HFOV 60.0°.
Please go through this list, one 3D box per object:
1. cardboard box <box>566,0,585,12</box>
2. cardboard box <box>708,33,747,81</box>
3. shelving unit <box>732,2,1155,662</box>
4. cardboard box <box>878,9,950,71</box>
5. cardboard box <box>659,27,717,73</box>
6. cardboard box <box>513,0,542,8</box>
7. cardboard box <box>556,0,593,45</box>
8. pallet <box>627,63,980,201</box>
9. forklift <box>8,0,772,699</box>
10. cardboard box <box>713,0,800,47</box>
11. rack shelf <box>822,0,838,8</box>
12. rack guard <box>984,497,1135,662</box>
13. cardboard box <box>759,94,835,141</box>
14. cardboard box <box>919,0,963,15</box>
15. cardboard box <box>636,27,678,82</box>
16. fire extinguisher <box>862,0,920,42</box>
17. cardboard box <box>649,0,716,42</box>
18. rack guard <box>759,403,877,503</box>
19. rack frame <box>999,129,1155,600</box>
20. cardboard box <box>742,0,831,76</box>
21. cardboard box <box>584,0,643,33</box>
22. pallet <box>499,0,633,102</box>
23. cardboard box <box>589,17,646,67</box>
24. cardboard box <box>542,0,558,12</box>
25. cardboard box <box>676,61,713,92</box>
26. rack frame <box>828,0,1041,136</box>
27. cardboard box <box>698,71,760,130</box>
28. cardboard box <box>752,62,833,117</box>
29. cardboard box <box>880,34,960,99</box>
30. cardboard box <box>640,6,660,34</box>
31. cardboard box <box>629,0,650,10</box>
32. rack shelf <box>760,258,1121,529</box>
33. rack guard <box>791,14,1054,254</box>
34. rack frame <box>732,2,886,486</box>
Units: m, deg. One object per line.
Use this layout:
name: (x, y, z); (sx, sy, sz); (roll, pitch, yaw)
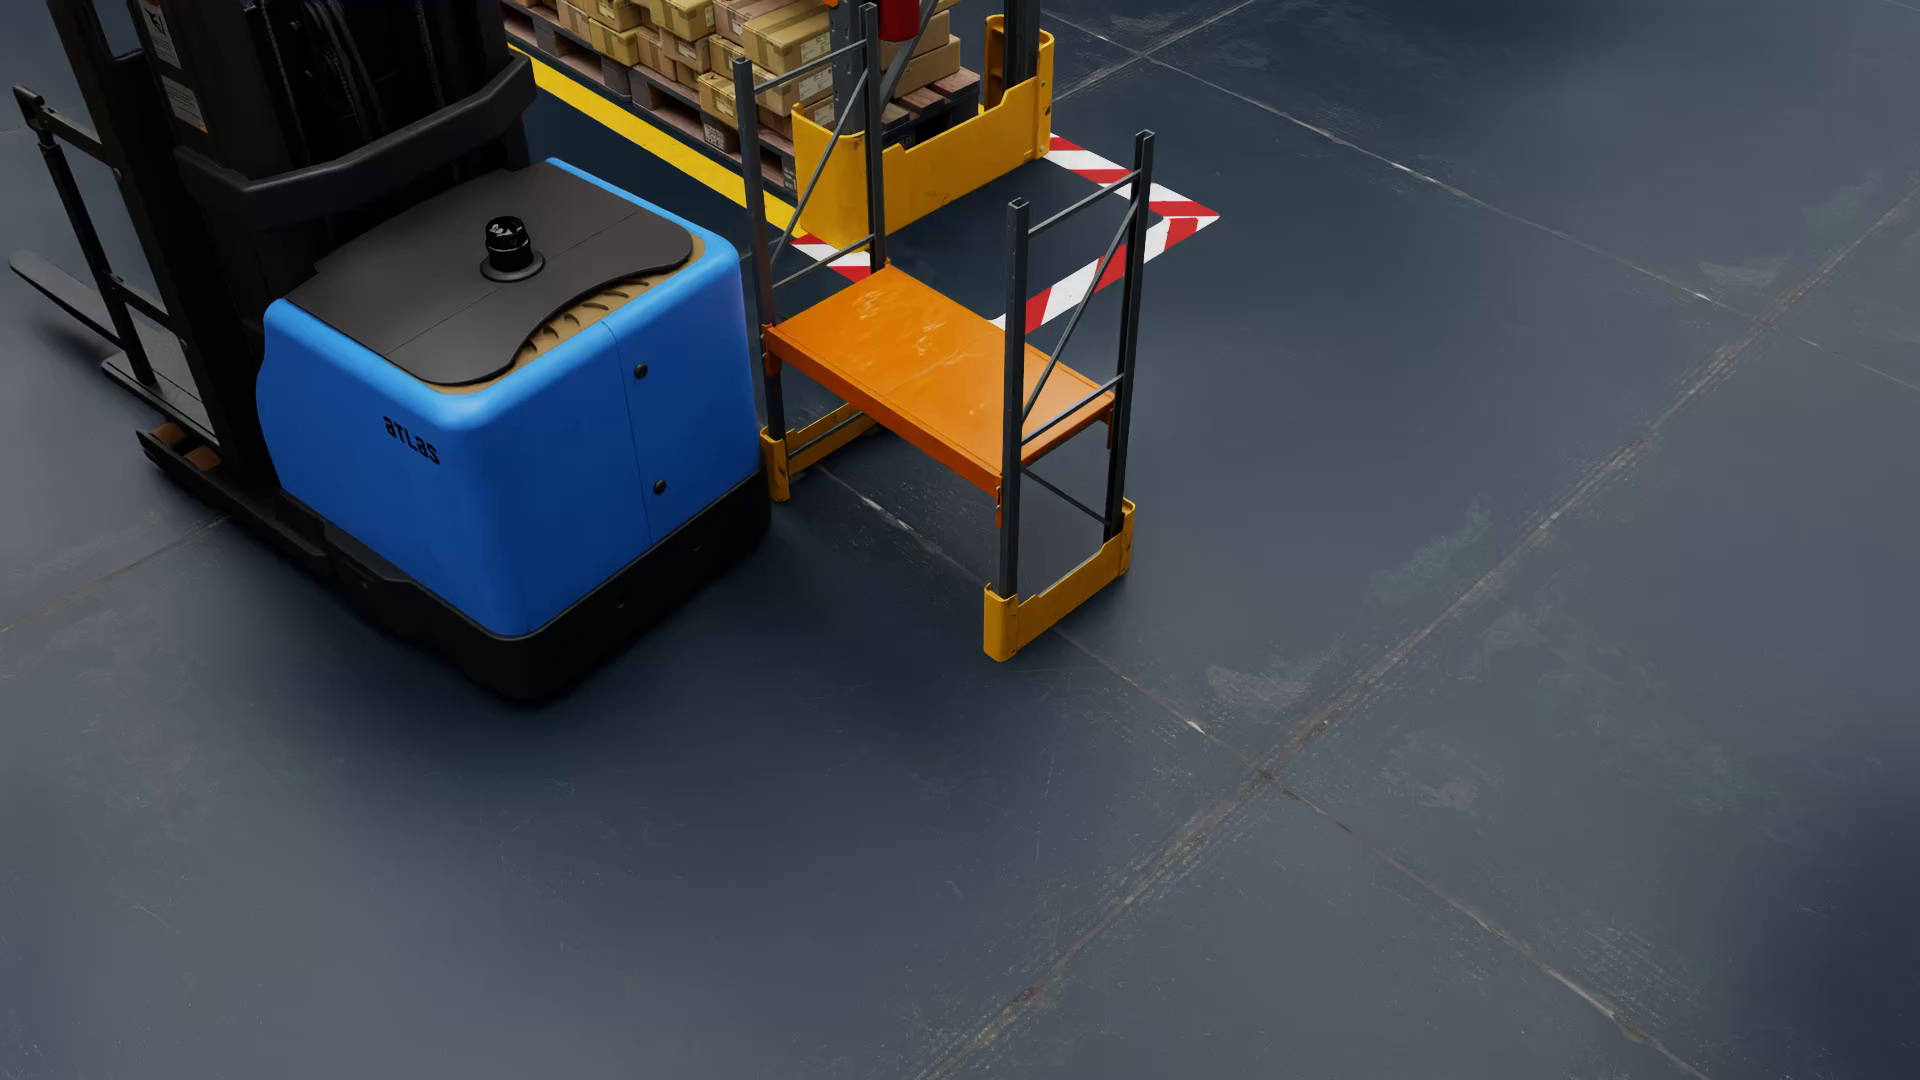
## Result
cardboard box: (-1.561, -2.478, 7.294); (0.380, 0.149, 0.250); (-31, 51, -29)
cardboard box: (-0.796, -2.006, 6.783); (0.250, 0.149, 0.380); (33, 52, 31)
shelving unit: (-0.054, -0.587, 4.781); (0.587, 1.500, 1.083); (-34, 53, -31)
cardboard box: (-0.263, -2.113, 6.898); (0.380, 0.149, 0.250); (-32, 51, -30)
cardboard box: (-1.018, -2.103, 6.888); (0.250, 0.149, 0.380); (32, 52, 30)
cardboard box: (-1.925, -2.618, 7.664); (0.250, 0.149, 0.380); (33, 52, 30)
cardboard box: (-1.560, -2.371, 7.397); (0.380, 0.149, 0.250); (-33, 52, -31)
pallet: (-0.678, -1.941, 7.195); (1.003, 0.211, 1.213); (-34, 53, -31)
forklift: (-2.058, -1.466, 4.677); (3.031, 2.935, 1.130); (28, 50, 27)
cardboard box: (-0.765, -2.128, 6.696); (0.380, 0.149, 0.250); (-33, 52, -31)
rack shelf: (-1.488, -3.218, 7.053); (1.077, 0.370, 4.000); (-34, 53, -31)
rack guard: (0.298, 0.111, 4.946); (0.587, 0.250, 0.087); (-34, 53, -31)
cardboard box: (-0.595, -1.782, 6.759); (0.380, 0.149, 0.250); (-33, 52, -31)
cardboard box: (-0.205, -2.262, 6.840); (0.250, 0.149, 0.380); (32, 51, 30)
cardboard box: (-1.157, -2.137, 7.144); (0.380, 0.149, 0.250); (-34, 52, -31)
fire extinguisher: (-0.224, -2.014, 5.551); (0.296, 0.674, 0.183); (-34, 53, -31)
cardboard box: (-1.038, -2.192, 6.765); (0.250, 0.149, 0.380); (33, 52, 31)
rack guard: (-0.406, -0.368, 5.464); (0.587, 0.250, 0.087); (-34, 53, -31)
rack frame: (0.299, -0.348, 4.521); (0.500, 1.500, 0.032); (-34, 53, -31)
cardboard box: (-0.628, -1.980, 6.535); (0.380, 0.149, 0.250); (-33, 52, -31)
cardboard box: (-1.393, -2.346, 7.151); (0.380, 0.149, 0.250); (-33, 52, -31)
pallet: (-1.535, -2.527, 7.829); (1.003, 0.211, 1.213); (-34, 53, -31)
cardboard box: (-1.382, -2.230, 7.244); (0.250, 0.149, 0.380); (32, 51, 30)
cardboard box: (-1.686, -2.528, 7.567); (0.380, 0.149, 0.250); (-33, 52, -30)
cardboard box: (-0.973, -2.025, 7.022); (0.250, 0.149, 0.380); (34, 52, 31)
rack frame: (-0.075, -2.521, 5.768); (1.000, 3.000, 0.127); (-34, 53, -31)
cardboard box: (-0.848, -1.857, 6.840); (0.380, 0.149, 0.250); (-32, 52, -30)
cardboard box: (-0.650, -1.855, 6.619); (0.250, 0.149, 0.380); (33, 52, 30)
cardboard box: (-0.219, -2.034, 7.032); (0.380, 0.149, 0.250); (-33, 52, -31)
cardboard box: (-1.135, -2.282, 7.081); (0.250, 0.149, 0.380); (34, 52, 31)
cardboard box: (-1.176, -2.347, 6.932); (0.250, 0.149, 0.380); (32, 52, 30)
rack shelf: (-0.060, -0.460, 4.907); (0.538, 0.185, 1.000); (-34, 53, -31)
rack guard: (-0.129, -1.640, 6.656); (1.175, 0.500, 0.348); (-34, 53, -31)
rack frame: (-0.419, -0.836, 5.050); (0.500, 1.500, 0.032); (-34, 53, -31)
